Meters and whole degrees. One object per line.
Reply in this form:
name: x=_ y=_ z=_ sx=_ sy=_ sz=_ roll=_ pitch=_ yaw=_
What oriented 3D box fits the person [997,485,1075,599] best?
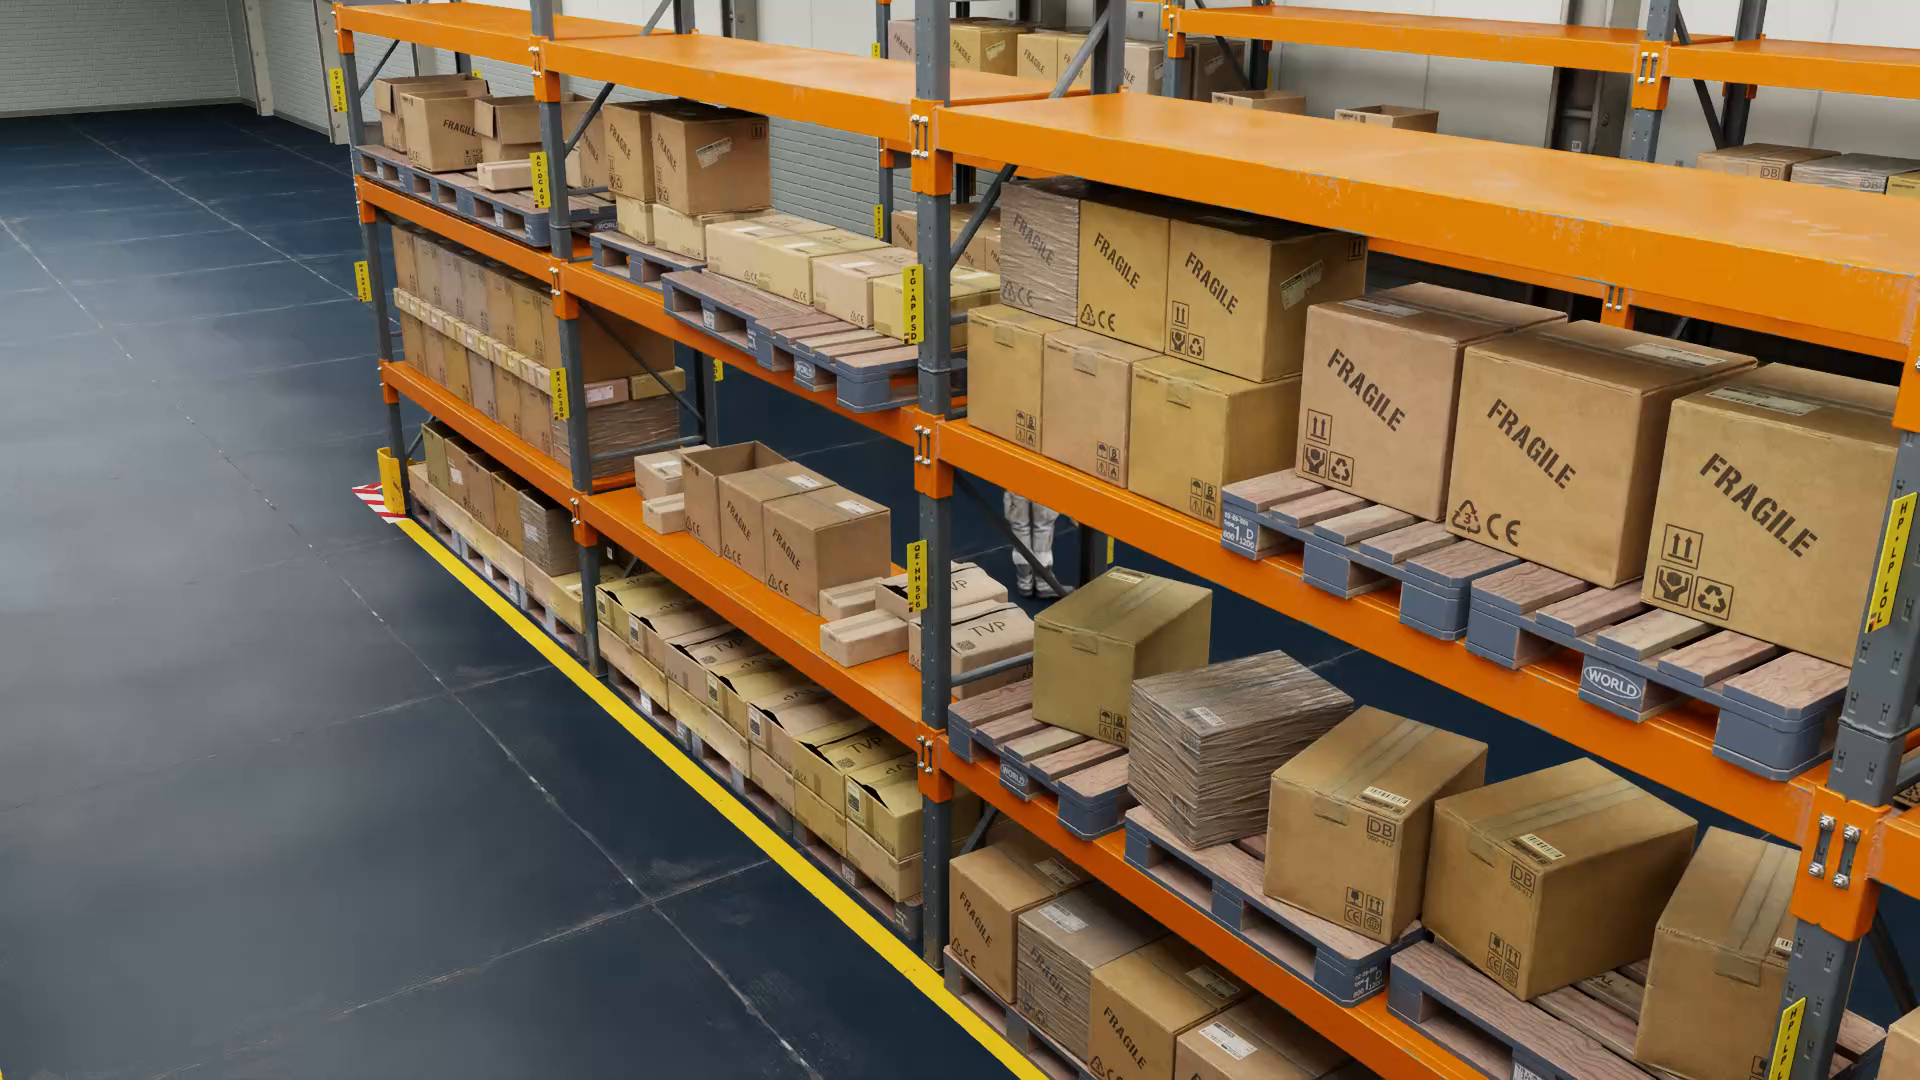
person: x=0.554 y=-0.459 z=12.184 sx=0.632 sy=1.791 sz=0.383 roll=3 pitch=21 yaw=9
